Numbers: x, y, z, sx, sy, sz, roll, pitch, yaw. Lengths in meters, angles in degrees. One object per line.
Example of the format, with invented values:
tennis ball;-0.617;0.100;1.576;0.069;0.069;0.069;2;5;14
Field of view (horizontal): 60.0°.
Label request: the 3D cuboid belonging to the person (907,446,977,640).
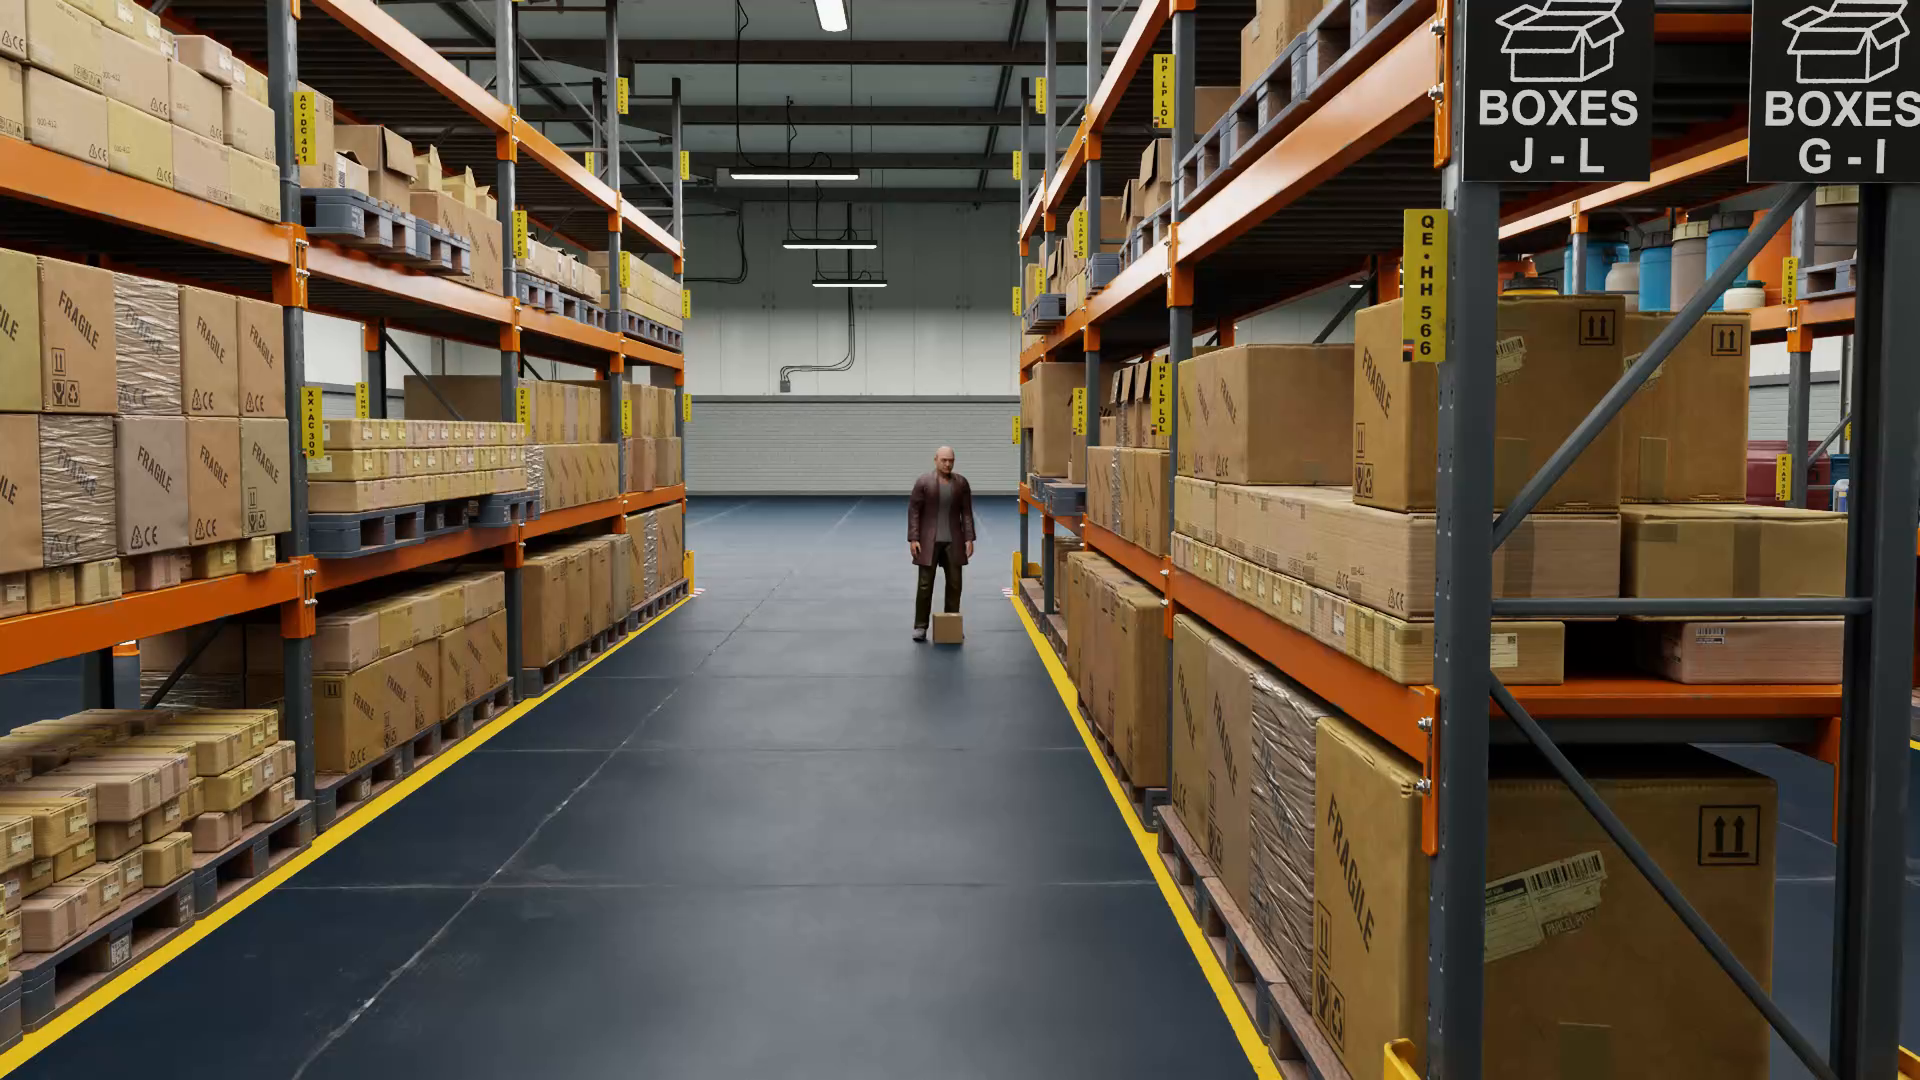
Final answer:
person;-0.165;0.080;15.317;0.653;1.660;0.427;-1;4;-13
